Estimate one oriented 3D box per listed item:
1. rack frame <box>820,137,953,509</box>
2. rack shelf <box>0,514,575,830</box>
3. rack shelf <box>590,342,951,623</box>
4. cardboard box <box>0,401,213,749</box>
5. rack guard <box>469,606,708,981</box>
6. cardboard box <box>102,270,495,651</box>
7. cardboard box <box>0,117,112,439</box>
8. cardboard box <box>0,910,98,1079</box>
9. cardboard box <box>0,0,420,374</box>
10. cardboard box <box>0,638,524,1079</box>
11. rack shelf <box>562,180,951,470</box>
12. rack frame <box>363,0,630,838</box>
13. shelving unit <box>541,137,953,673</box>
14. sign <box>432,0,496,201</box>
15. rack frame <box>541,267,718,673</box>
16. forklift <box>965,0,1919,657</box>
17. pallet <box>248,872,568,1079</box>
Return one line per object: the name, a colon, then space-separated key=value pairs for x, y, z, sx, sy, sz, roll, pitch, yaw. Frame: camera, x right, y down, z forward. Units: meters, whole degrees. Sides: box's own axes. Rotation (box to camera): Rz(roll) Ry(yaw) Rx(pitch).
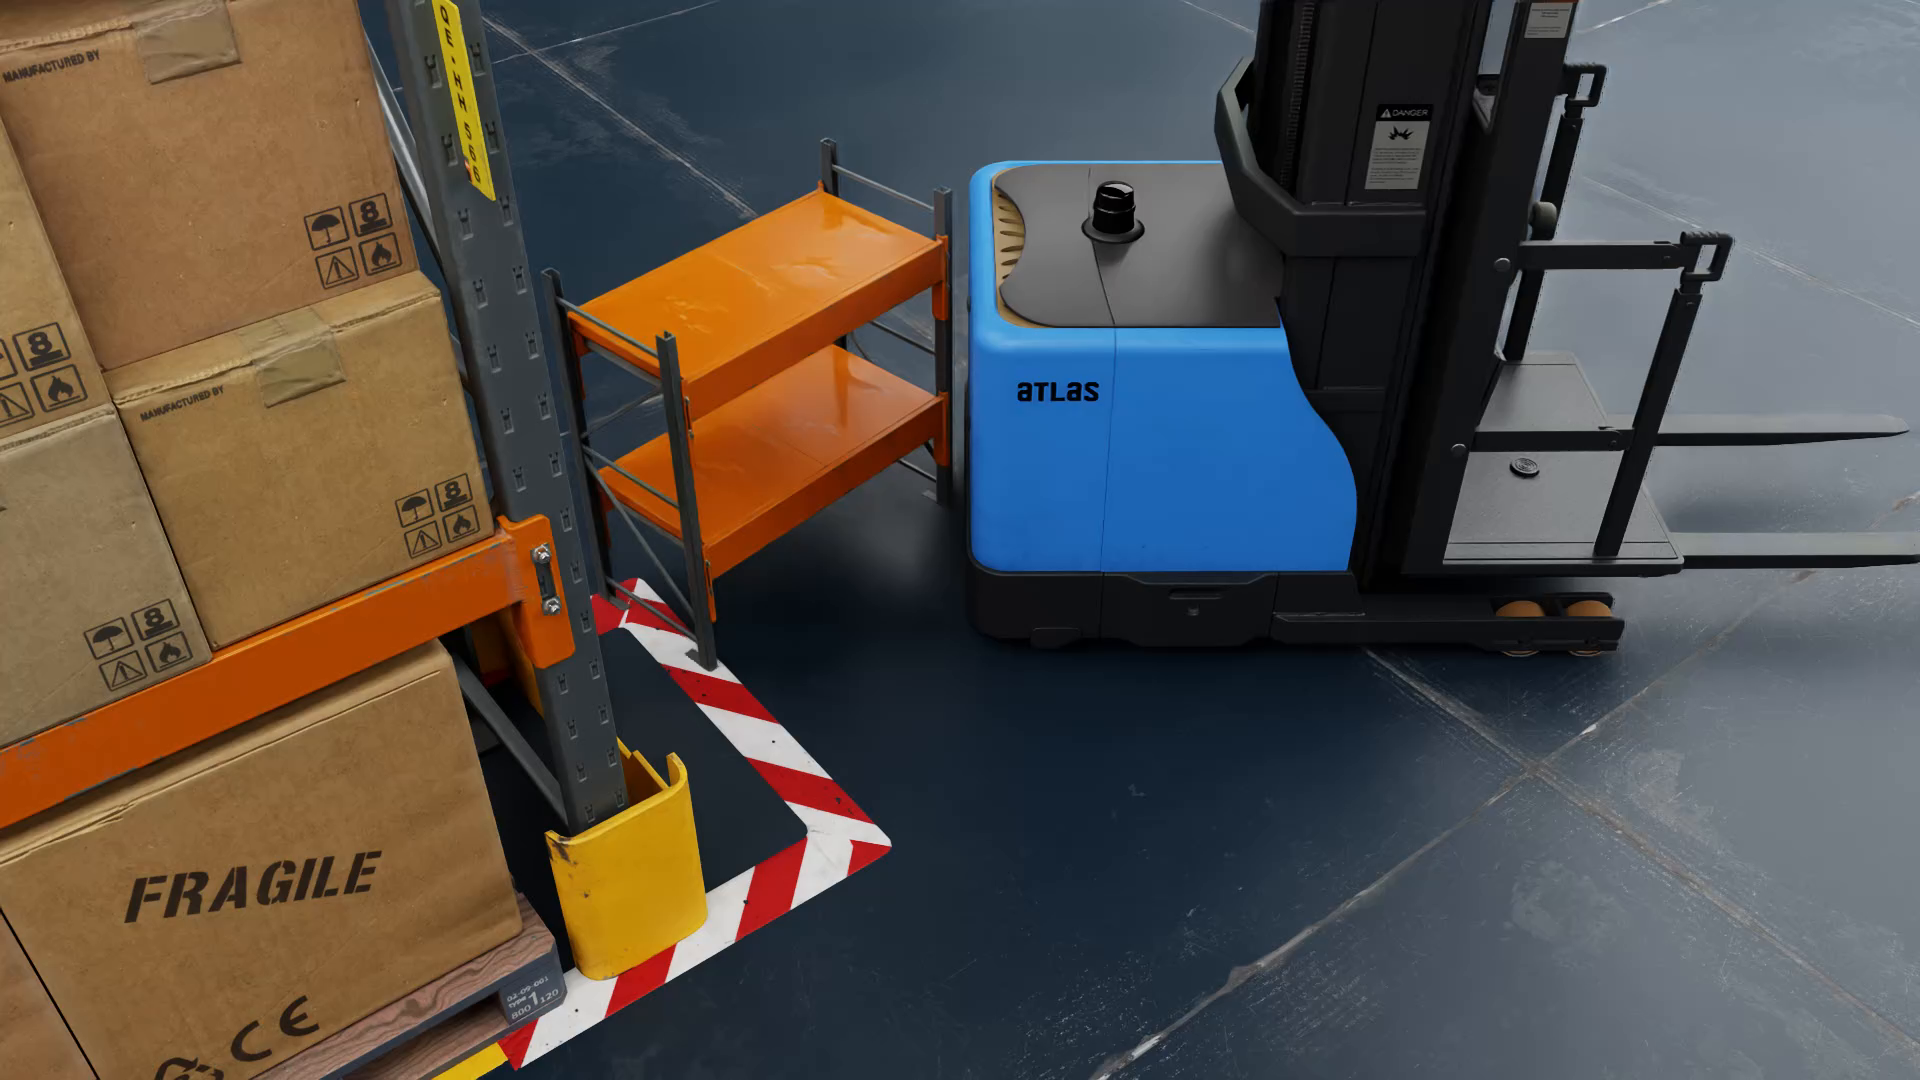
rack frame: x=-0.219 y=-0.647 z=5.152 sx=0.500 sy=1.125 sz=0.032 roll=29 pitch=48 yaw=31
rack shelf: x=-2.696 y=0.609 z=2.710 sx=4.000 sy=0.370 sz=1.077 roll=-26 pitch=46 yaw=-28
rack shelf: x=-0.557 y=-0.217 z=5.013 sx=0.538 sy=0.278 sz=1.000 roll=29 pitch=48 yaw=31
cardboard box: x=-1.799 y=-0.110 z=2.901 sx=0.550 sy=0.550 sz=0.875 roll=-26 pitch=46 yaw=-28
rack guard: x=-1.091 y=0.515 z=4.228 sx=0.348 sy=0.500 sz=1.175 roll=-26 pitch=46 yaw=-28
cardboard box: x=-1.376 y=-0.334 z=3.174 sx=0.550 sy=0.550 sz=0.875 roll=-26 pitch=46 yaw=-28
cardboard box: x=-1.808 y=-0.535 z=2.567 sx=0.550 sy=0.550 sz=0.875 roll=-26 pitch=46 yaw=-28
cardboard box: x=-2.304 y=0.853 z=3.189 sx=0.875 sy=0.875 sz=0.875 roll=-27 pitch=46 yaw=-29
cardboard box: x=-1.428 y=-0.794 z=2.883 sx=0.550 sy=0.550 sz=0.875 roll=-26 pitch=46 yaw=-28
cardboard box: x=-1.607 y=0.512 z=3.605 sx=0.875 sy=0.875 sz=0.875 roll=-26 pitch=46 yaw=-28
rack shelf: x=-0.557 y=-0.633 z=4.673 sx=0.538 sy=0.278 sz=1.000 roll=29 pitch=48 yaw=31
rack frame: x=-1.110 y=-0.442 z=3.424 sx=0.127 sy=3.000 sz=1.000 roll=-26 pitch=46 yaw=-28
shelving unit: x=-0.557 y=-0.406 z=4.858 sx=0.538 sy=1.125 sz=1.048 roll=29 pitch=48 yaw=31
sign: x=-0.790 y=-0.703 z=2.642 sx=0.005 sy=0.325 sz=0.100 roll=-26 pitch=46 yaw=-28
rack frame: x=-0.896 y=-0.166 z=4.565 sx=0.500 sy=1.125 sz=0.032 roll=29 pitch=48 yaw=31
forklift: x=1.533 y=-1.132 z=4.319 sx=3.031 sy=2.935 sz=1.130 roll=0 pitch=39 yaw=0
pallet: x=-1.696 y=0.984 z=3.884 sx=1.213 sy=0.211 sz=1.003 roll=-26 pitch=46 yaw=-28
